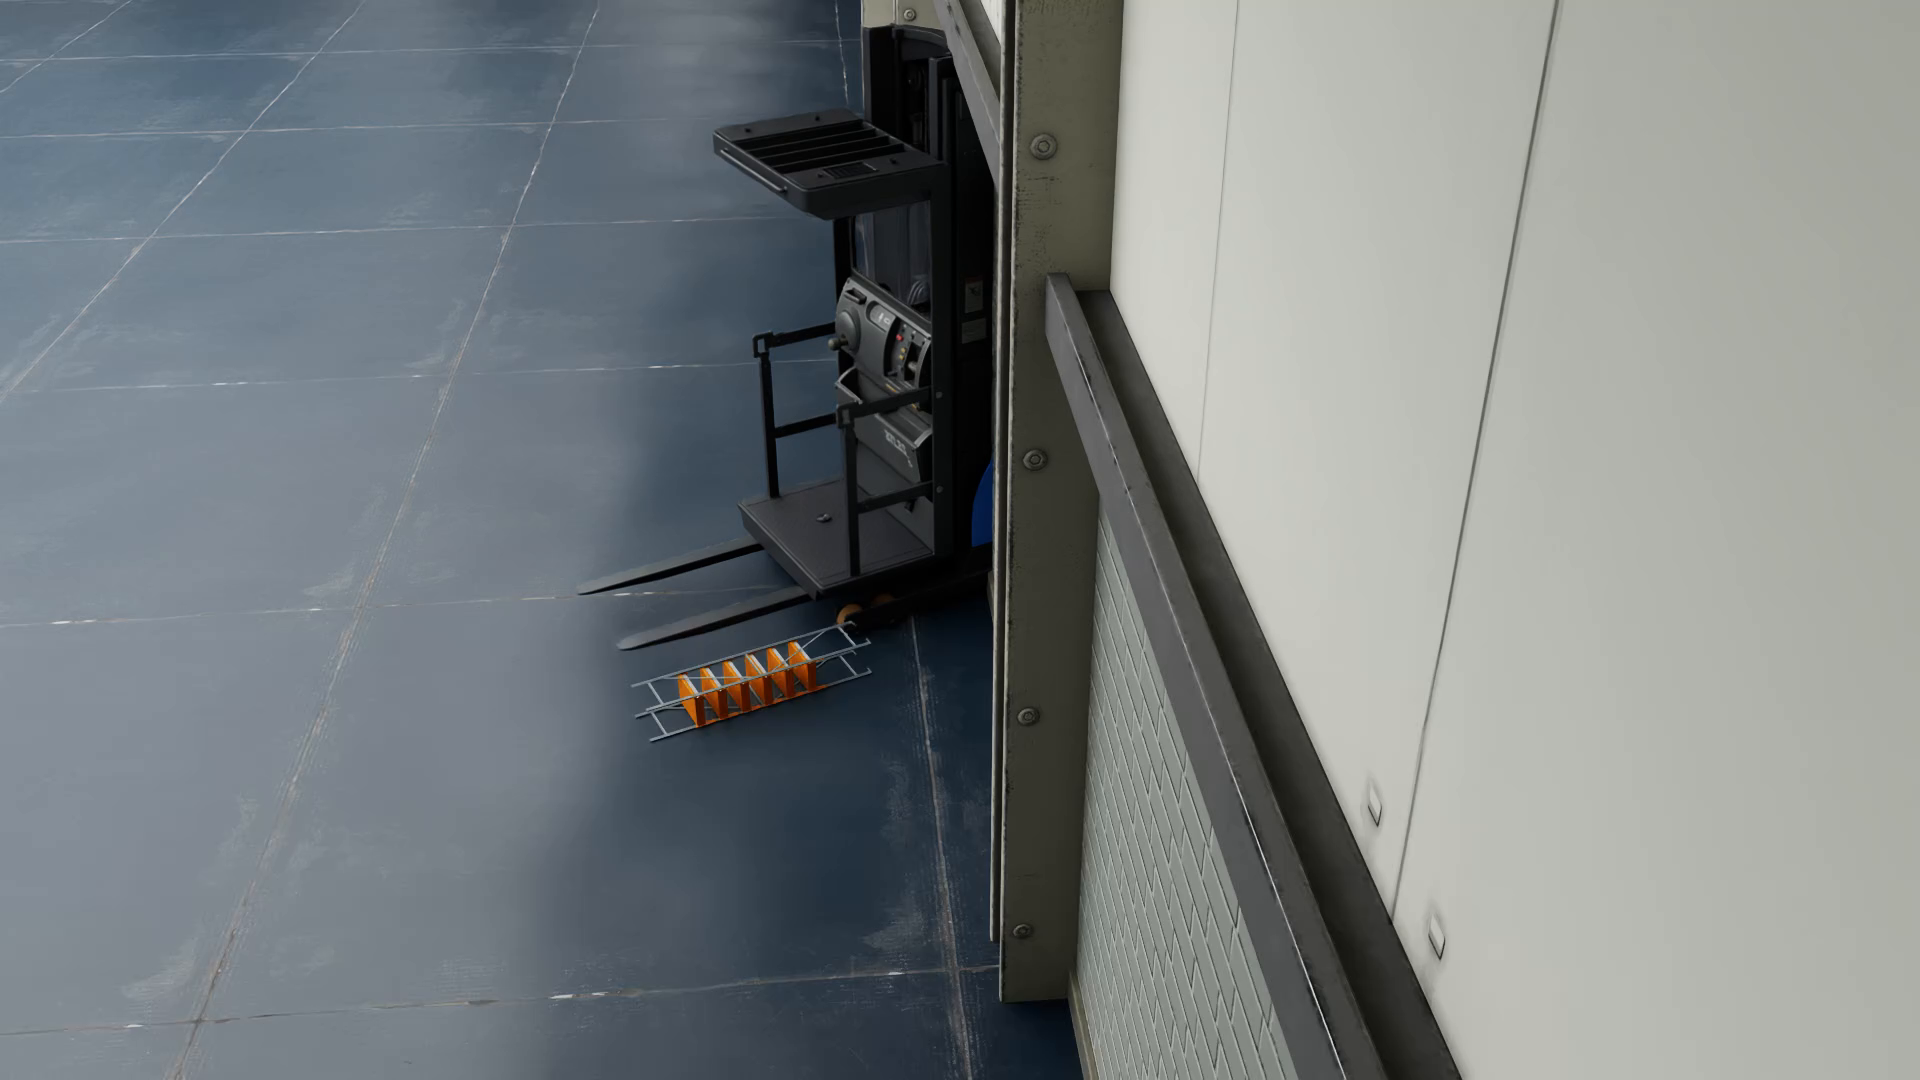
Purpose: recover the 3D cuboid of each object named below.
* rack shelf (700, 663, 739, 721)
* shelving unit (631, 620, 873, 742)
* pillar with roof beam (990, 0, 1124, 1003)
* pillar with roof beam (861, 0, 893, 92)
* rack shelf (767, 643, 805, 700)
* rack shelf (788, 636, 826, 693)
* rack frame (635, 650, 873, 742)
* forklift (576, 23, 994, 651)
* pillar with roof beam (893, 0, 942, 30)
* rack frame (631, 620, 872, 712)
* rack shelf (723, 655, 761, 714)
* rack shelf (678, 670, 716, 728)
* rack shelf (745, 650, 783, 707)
[{"bbox_3d":[-1.207,0.750,8.305,0.103,0.180,0.258,-16,34,-24],"label":"rack shelf"},{"bbox_3d":[-1.035,0.702,8.386,1.200,0.189,0.258,-16,34,-24],"label":"shelving unit"},{"bbox_3d":[-3.989,-1.915,4.181,9.100,9.000,0.400,-3,31,-5],"label":"pillar with roof beam"},{"bbox_3d":[-5.110,-8.042,14.438,9.100,9.000,0.400,-3,31,-5],"label":"pillar with roof beam"},{"bbox_3d":[-0.891,0.662,8.454,0.103,0.180,0.258,-16,34,-24],"label":"rack shelf"},{"bbox_3d":[-0.786,0.632,8.503,0.103,0.180,0.258,-16,34,-24],"label":"rack shelf"},{"bbox_3d":[-1.035,0.781,8.433,1.200,0.006,0.240,-16,34,-24],"label":"rack frame"},{"bbox_3d":[-0.584,-1.056,8.660,3.031,2.935,1.130,-17,35,-26],"label":"forklift"},{"bbox_3d":[-4.549,-4.978,9.309,9.100,9.000,0.400,-3,31,-5],"label":"pillar with roof beam"},{"bbox_3d":[-1.035,0.623,8.339,1.200,0.006,0.240,-16,34,-24],"label":"rack frame"},{"bbox_3d":[-1.101,0.721,8.355,0.103,0.180,0.258,-16,34,-24],"label":"rack shelf"},{"bbox_3d":[-1.312,0.780,8.256,0.103,0.180,0.258,-16,34,-24],"label":"rack shelf"},{"bbox_3d":[-0.996,0.691,8.404,0.103,0.180,0.258,-16,34,-24],"label":"rack shelf"}]
